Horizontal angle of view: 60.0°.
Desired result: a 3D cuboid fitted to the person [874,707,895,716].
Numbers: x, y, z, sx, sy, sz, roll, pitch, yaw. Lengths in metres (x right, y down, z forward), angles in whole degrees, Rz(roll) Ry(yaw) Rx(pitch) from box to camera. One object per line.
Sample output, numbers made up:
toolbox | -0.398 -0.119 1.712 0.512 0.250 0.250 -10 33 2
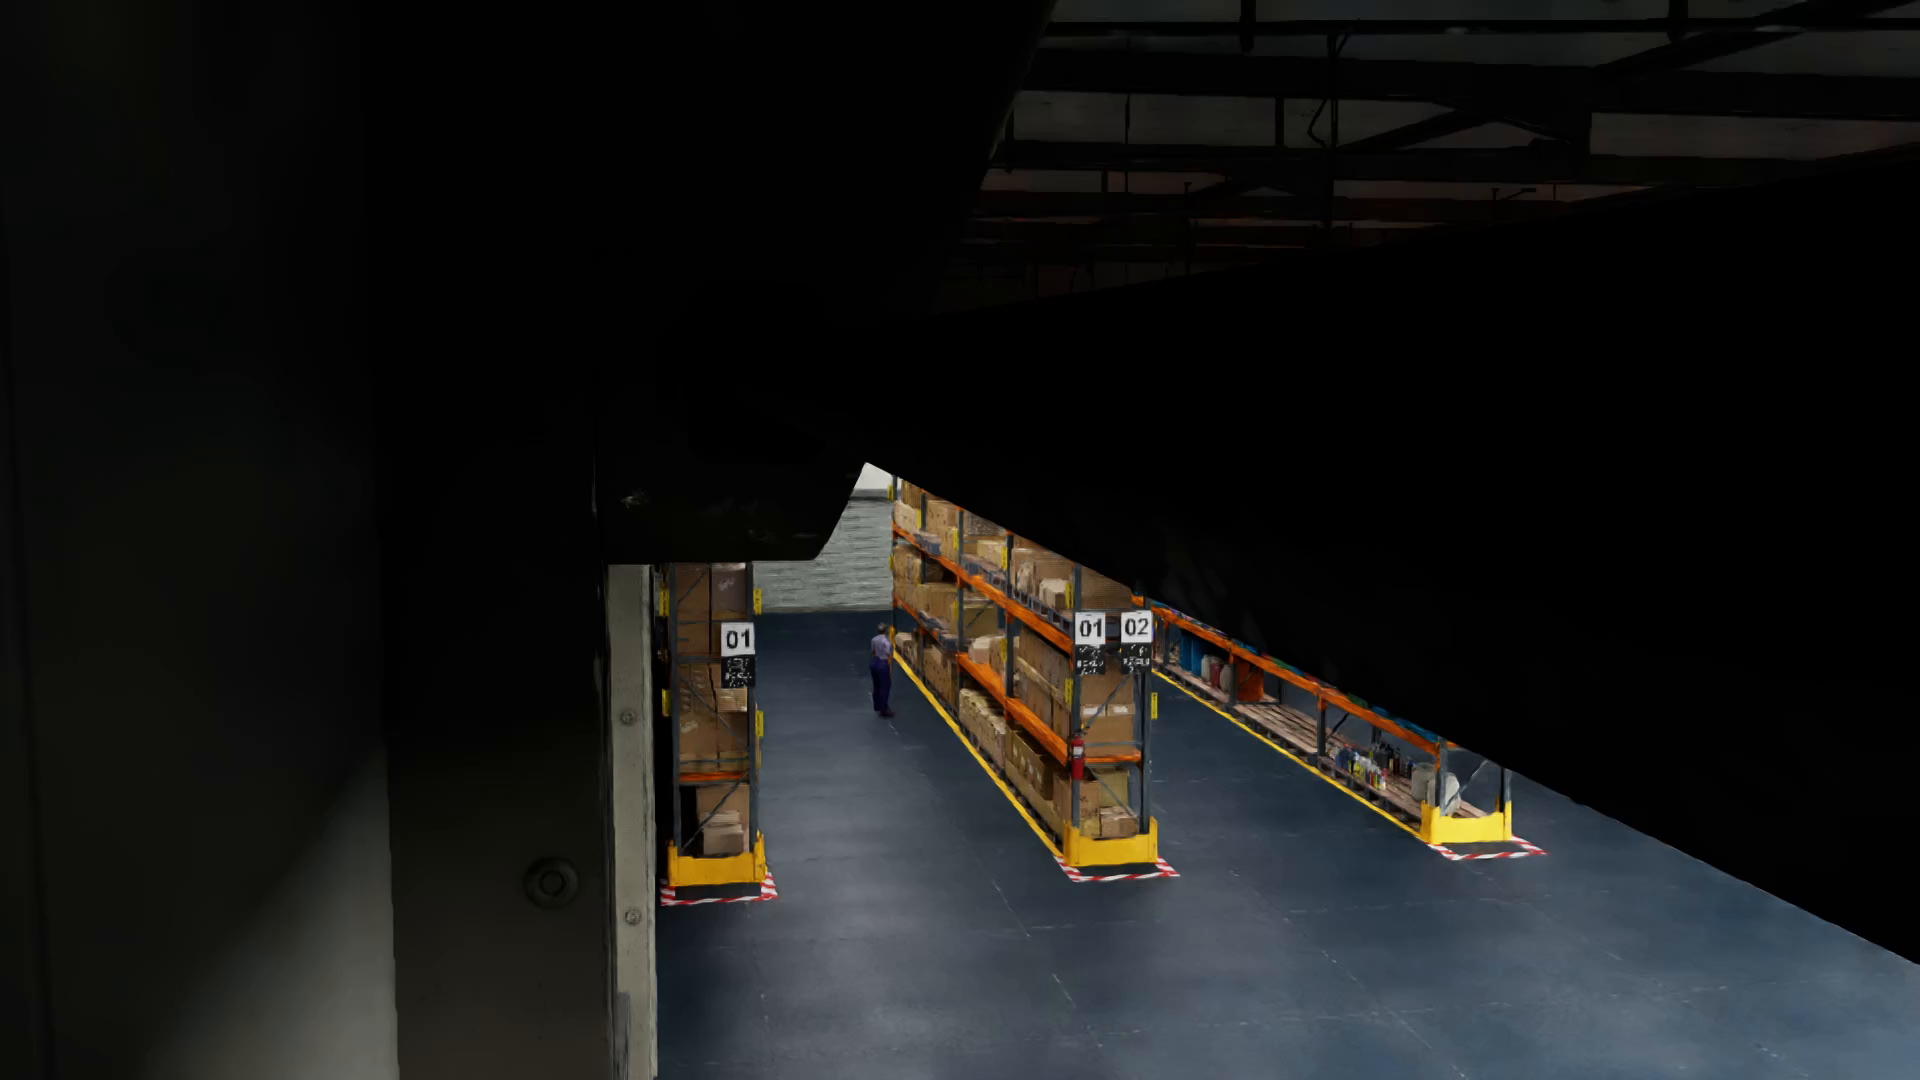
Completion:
person | -1.352 3.003 29.784 0.421 0.222 0.492 -6 8 -42

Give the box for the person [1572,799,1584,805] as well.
person | 9.155 2.956 23.563 0.626 1.660 0.784 -4 7 -30

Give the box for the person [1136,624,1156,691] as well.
person | 3.495 2.088 31.722 0.450 1.508 0.916 -1 6 -8
